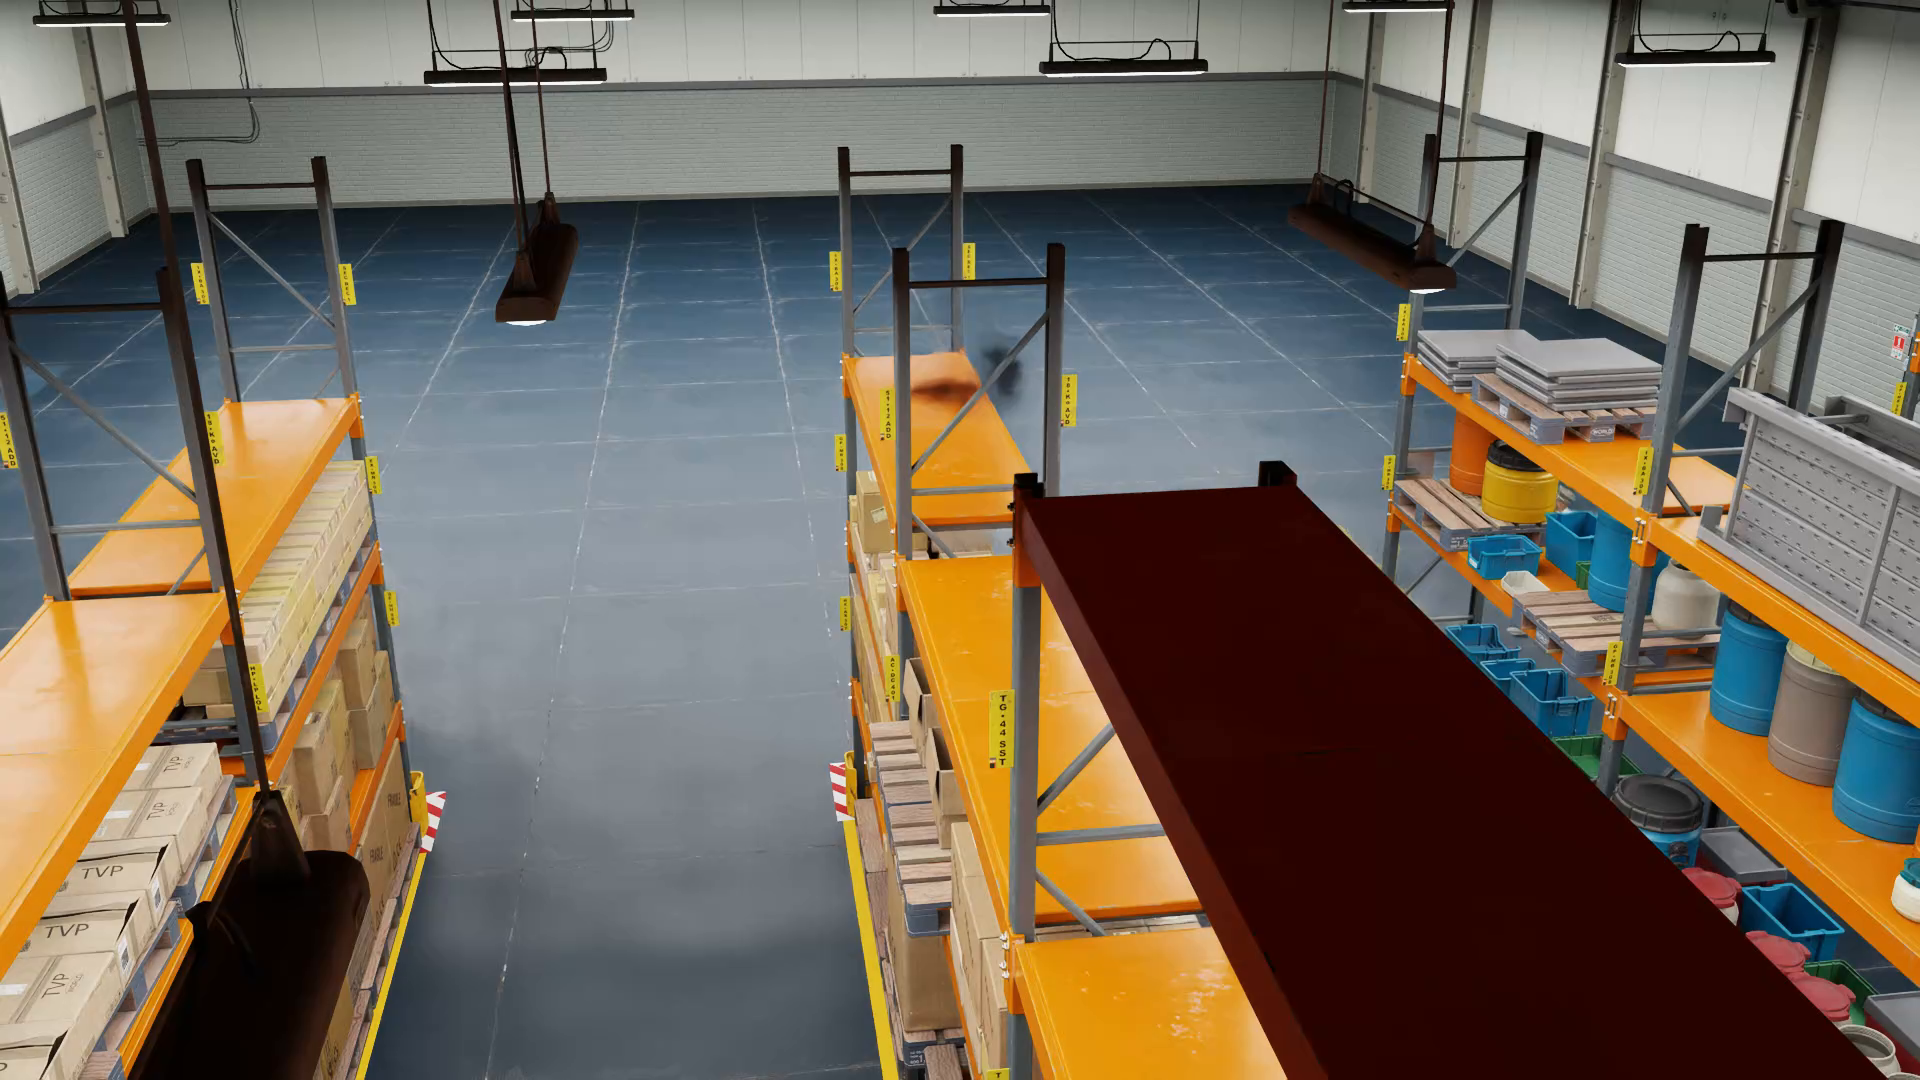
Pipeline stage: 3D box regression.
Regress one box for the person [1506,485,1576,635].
[{"bbox_3d":[6.719,0.261,18.596,0.969,1.796,0.672,7,23,17],"label":"person"}]
